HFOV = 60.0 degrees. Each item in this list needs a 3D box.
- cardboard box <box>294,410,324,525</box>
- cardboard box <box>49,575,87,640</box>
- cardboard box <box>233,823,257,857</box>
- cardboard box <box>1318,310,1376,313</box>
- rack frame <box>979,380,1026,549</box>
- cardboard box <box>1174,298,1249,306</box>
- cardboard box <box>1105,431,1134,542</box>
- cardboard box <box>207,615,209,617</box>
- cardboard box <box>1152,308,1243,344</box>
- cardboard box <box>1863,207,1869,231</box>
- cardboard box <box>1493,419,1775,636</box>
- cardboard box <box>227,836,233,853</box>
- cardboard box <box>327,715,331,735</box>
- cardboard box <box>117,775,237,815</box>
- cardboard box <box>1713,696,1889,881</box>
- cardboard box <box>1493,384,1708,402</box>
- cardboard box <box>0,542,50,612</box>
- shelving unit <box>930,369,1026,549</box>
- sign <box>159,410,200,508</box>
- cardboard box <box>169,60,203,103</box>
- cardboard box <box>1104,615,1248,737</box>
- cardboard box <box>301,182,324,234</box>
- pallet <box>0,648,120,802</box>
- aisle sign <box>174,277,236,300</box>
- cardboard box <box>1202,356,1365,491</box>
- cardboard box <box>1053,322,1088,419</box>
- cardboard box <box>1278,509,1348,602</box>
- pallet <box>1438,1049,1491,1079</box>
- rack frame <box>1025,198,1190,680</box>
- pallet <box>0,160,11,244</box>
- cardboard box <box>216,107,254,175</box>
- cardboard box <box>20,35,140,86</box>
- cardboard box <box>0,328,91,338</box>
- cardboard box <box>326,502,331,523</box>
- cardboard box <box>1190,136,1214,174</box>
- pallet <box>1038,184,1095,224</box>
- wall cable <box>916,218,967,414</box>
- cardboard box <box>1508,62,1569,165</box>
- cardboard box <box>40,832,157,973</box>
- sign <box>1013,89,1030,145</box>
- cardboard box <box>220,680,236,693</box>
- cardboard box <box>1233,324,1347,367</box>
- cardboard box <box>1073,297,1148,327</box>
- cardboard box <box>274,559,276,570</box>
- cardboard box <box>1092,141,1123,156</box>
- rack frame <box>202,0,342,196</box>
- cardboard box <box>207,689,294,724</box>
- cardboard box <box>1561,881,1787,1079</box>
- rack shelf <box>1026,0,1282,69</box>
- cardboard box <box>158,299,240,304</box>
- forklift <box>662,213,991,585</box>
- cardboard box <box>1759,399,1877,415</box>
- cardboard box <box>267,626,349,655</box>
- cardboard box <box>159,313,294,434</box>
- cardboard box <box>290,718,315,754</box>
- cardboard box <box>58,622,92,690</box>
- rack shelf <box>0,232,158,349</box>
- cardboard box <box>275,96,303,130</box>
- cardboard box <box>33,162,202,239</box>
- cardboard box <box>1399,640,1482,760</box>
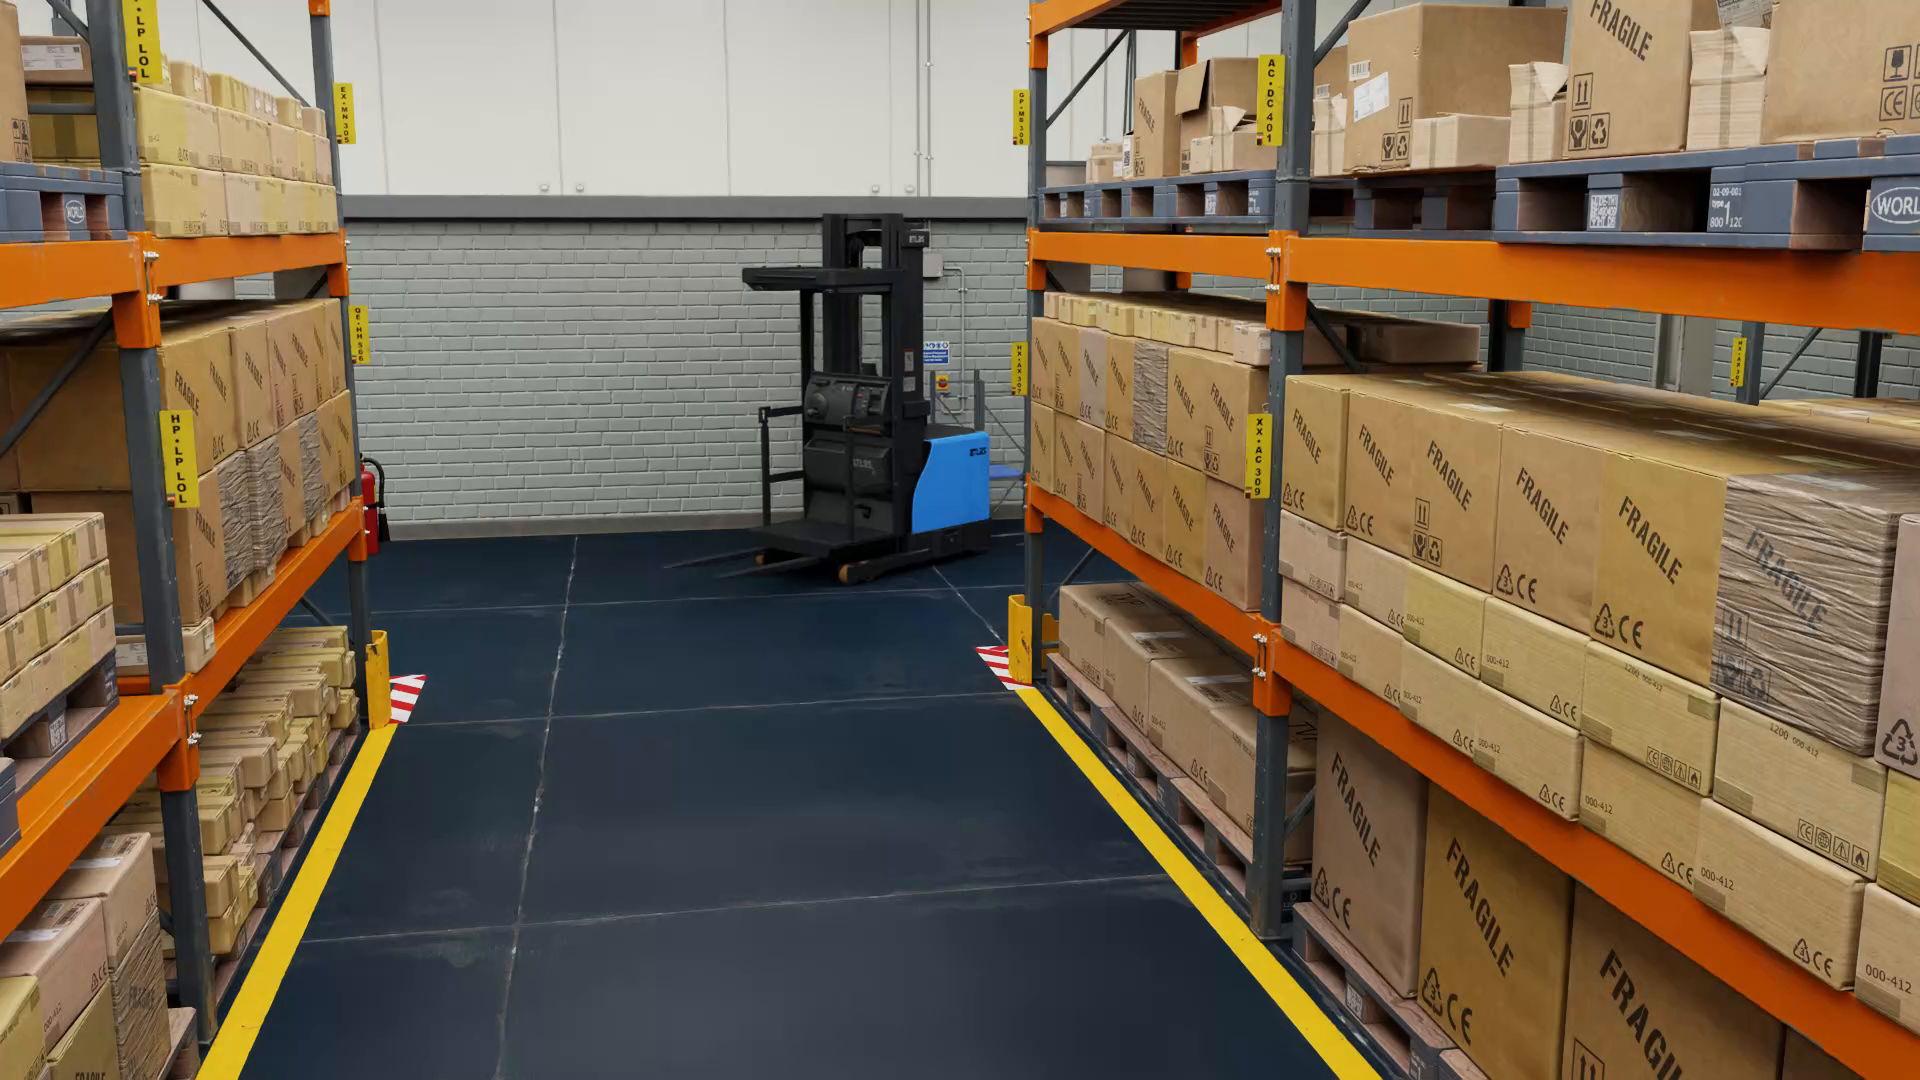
[{"bbox_3d":[-3.380,-0.348,7.992,0.500,0.500,0.500,-2,11,-11],"label":"cardboard box"},{"bbox_3d":[-2.821,0.206,4.900,0.380,0.149,0.250,-2,11,-11],"label":"cardboard box"},{"bbox_3d":[-3.150,1.299,6.903,0.380,0.149,0.250,-2,11,-12],"label":"cardboard box"},{"bbox_3d":[1.716,-0.994,7.771,0.380,0.149,0.250,-2,11,-13],"label":"cardboard box"},{"bbox_3d":[0.395,-0.679,14.804,0.500,1.500,0.032,-5,12,-25],"label":"rack frame"},{"bbox_3d":[1.375,-1.224,8.981,0.380,0.149,0.250,-2,11,-12],"label":"cardboard box"},{"bbox_3d":[1.045,-0.285,8.458,0.500,0.500,0.500,-2,11,-9],"label":"cardboard box"},{"bbox_3d":[-3.002,0.336,6.137,0.380,0.149,0.250,-2,11,-9],"label":"cardboard box"},{"bbox_3d":[1.132,-1.018,7.902,0.380,0.149,0.250,-2,11,-12],"label":"cardboard box"},{"bbox_3d":[5.672,-1.932,10.026,0.380,0.149,0.250,-2,11,-10],"label":"cardboard box"},{"bbox_3d":[1.822,-0.048,4.539,0.500,0.500,0.500,-2,11,-12],"label":"cardboard box"},{"bbox_3d":[-3.122,1.204,6.607,0.380,0.149,0.250,-2,11,-11],"label":"cardboard box"},{"bbox_3d":[-3.500,0.965,8.658,0.380,0.149,0.250,-2,11,-11],"label":"cardboard box"},{"bbox_3d":[-3.102,1.055,6.597,0.380,0.149,0.250,-2,11,-12],"label":"cardboard box"},{"bbox_3d":[2.022,0.510,3.610,0.500,0.250,0.500,-2,11,-12],"label":"cardboard box"},{"bbox_3d":[2.132,-0.251,5.603,0.500,0.500,0.500,-2,11,-10],"label":"cardboard box"},{"bbox_3d":[-2.774,0.109,4.614,0.380,0.149,0.250,-2,11,-13],"label":"cardboard box"},{"bbox_3d":[0.173,-0.764,15.253,0.538,1.500,1.048,-5,12,-25],"label":"shelving unit"},{"bbox_3d":[-2.601,-0.269,5.544,0.100,0.325,0.005,-2,11,-11],"label":"sign"},{"bbox_3d":[-3.094,-1.727,6.278,0.380,0.149,0.250,-2,11,-13],"label":"cardboard box"},{"bbox_3d":[1.326,0.726,9.144,0.875,0.438,0.875,-2,11,-9],"label":"cardboard box"},{"bbox_3d":[-3.469,-1.646,8.253,0.500,0.250,0.500,-2,11,-11],"label":"cardboard box"},{"bbox_3d":[-3.139,0.560,4.796,1.003,0.211,1.213,-2,11,-11],"label":"pallet"},{"bbox_3d":[-4.231,-1.693,9.167,0.394,0.787,0.004,-2,11,-11],"label":"aisle sign"},{"bbox_3d":[1.328,-0.495,6.885,0.500,0.500,0.500,-2,11,-11],"label":"cardboard box"},{"bbox_3d":[0.834,-0.959,9.324,0.500,0.500,0.500,-2,11,-13],"label":"cardboard box"},{"bbox_3d":[1.500,0.041,6.075,0.500,0.250,0.500,-2,11,-13],"label":"cardboard box"},{"bbox_3d":[2.156,1.855,4.940,1.003,0.211,1.213,-2,11,-11],"label":"pallet"},{"bbox_3d":[0.913,-0.611,10.440,1.000,3.000,0.127,-2,11,-11],"label":"rack frame"},{"bbox_3d":[-2.925,-0.753,3.666,1.213,0.211,1.003,-2,11,-11],"label":"pallet"},{"bbox_3d":[-3.180,-1.606,6.708,0.500,0.250,0.500,-2,11,-10],"label":"cardboard box"},{"bbox_3d":[-2.964,-1.583,5.519,0.380,0.149,0.250,-2,11,-12],"label":"cardboard box"},{"bbox_3d":[-3.607,-0.537,6.311,0.500,0.500,0.500,-2,11,-13],"label":"cardboard box"},{"bbox_3d":[-3.507,-0.148,8.675,0.380,0.149,0.250,-2,11,-12],"label":"cardboard box"},{"bbox_3d":[1.201,-1.637,7.089,0.380,0.149,0.250,-2,11,-10],"label":"cardboard box"},{"bbox_3d":[1.067,-1.906,9.455,1.003,0.211,1.213,-2,11,-11],"label":"pallet"},{"bbox_3d":[-0.207,-2.159,15.771,0.585,1.953,0.123,-2,11,-11],"label":"wall cable"},{"bbox_3d":[1.703,-1.144,4.451,0.396,0.266,0.258,-1,11,-6],"label":"cardboard box"},{"bbox_3d":[-2.752,1.101,4.998,0.500,0.250,0.500,-2,11,-13],"label":"cardboard box"},{"bbox_3d":[0.367,-2.534,9.970,0.100,0.325,0.005,-2,11,-11],"label":"sign"},{"bbox_3d":[-3.941,0.834,8.549,0.380,0.149,0.250,-2,11,-10],"label":"cardboard box"},{"bbox_3d":[1.319,-0.782,6.658,0.380,0.149,0.250,-2,11,-12],"label":"cardboard box"},{"bbox_3d":[0.838,-1.250,9.120,0.380,0.149,0.250,-2,11,-13],"label":"cardboard box"},{"bbox_3d":[-3.281,0.093,7.411,0.380,0.149,0.250,-2,11,-9],"label":"cardboard box"},{"bbox_3d":[1.089,-2.188,9.709,0.500,0.250,0.500,-3,11,-16],"label":"cardboard box"},{"bbox_3d":[-3.923,-3.360,8.836,1.000,3.000,0.127,-2,11,-11],"label":"rack frame"},{"bbox_3d":[-3.366,0.817,7.844,0.380,0.149,0.250,-3,11,-13],"label":"cardboard box"},{"bbox_3d":[2.247,1.400,4.433,0.875,0.875,0.875,-2,11,-10],"label":"cardboard box"},{"bbox_3d":[1.302,-2.642,8.057,1.077,0.370,4.000,-2,11,-11],"label":"rack shelf"},{"bbox_3d":[-4.096,-1.007,8.783,0.500,0.500,0.500,-2,11,-11],"label":"cardboard box"},{"bbox_3d":[-1.076,-1.184,13.630,1.130,2.935,3.031,9,14,40],"label":"forklift"},{"bbox_3d":[5.605,-0.772,10.890,0.500,0.250,0.500,-2,11,-11],"label":"cardboard box"},{"bbox_3d":[-3.571,0.577,9.107,0.380,0.149,0.250,-2,11,-10],"label":"cardboard box"},{"bbox_3d":[-3.275,-0.740,7.376,0.500,0.500,0.500,-3,11,-13],"label":"cardboard box"},{"bbox_3d":[-3.293,0.959,7.895,0.380,0.149,0.250,-2,11,-8],"label":"cardboard box"},{"bbox_3d":[-2.822,0.351,4.932,0.380,0.149,0.250,-2,11,-11],"label":"cardboard box"},{"bbox_3d":[-2.756,-0.433,3.402,1.077,0.370,4.000,-2,11,-11],"label":"rack shelf"},{"bbox_3d":[-3.410,-2.064,8.045,0.380,0.149,0.250,-2,11,-10],"label":"cardboard box"},{"bbox_3d":[-2.976,-1.174,5.773,0.500,0.250,0.500,-2,11,-8],"label":"cardboard box"},{"bbox_3d":[1.704,0.476,5.130,0.500,0.250,0.500,-2,11,-11],"label":"cardboard box"}]
